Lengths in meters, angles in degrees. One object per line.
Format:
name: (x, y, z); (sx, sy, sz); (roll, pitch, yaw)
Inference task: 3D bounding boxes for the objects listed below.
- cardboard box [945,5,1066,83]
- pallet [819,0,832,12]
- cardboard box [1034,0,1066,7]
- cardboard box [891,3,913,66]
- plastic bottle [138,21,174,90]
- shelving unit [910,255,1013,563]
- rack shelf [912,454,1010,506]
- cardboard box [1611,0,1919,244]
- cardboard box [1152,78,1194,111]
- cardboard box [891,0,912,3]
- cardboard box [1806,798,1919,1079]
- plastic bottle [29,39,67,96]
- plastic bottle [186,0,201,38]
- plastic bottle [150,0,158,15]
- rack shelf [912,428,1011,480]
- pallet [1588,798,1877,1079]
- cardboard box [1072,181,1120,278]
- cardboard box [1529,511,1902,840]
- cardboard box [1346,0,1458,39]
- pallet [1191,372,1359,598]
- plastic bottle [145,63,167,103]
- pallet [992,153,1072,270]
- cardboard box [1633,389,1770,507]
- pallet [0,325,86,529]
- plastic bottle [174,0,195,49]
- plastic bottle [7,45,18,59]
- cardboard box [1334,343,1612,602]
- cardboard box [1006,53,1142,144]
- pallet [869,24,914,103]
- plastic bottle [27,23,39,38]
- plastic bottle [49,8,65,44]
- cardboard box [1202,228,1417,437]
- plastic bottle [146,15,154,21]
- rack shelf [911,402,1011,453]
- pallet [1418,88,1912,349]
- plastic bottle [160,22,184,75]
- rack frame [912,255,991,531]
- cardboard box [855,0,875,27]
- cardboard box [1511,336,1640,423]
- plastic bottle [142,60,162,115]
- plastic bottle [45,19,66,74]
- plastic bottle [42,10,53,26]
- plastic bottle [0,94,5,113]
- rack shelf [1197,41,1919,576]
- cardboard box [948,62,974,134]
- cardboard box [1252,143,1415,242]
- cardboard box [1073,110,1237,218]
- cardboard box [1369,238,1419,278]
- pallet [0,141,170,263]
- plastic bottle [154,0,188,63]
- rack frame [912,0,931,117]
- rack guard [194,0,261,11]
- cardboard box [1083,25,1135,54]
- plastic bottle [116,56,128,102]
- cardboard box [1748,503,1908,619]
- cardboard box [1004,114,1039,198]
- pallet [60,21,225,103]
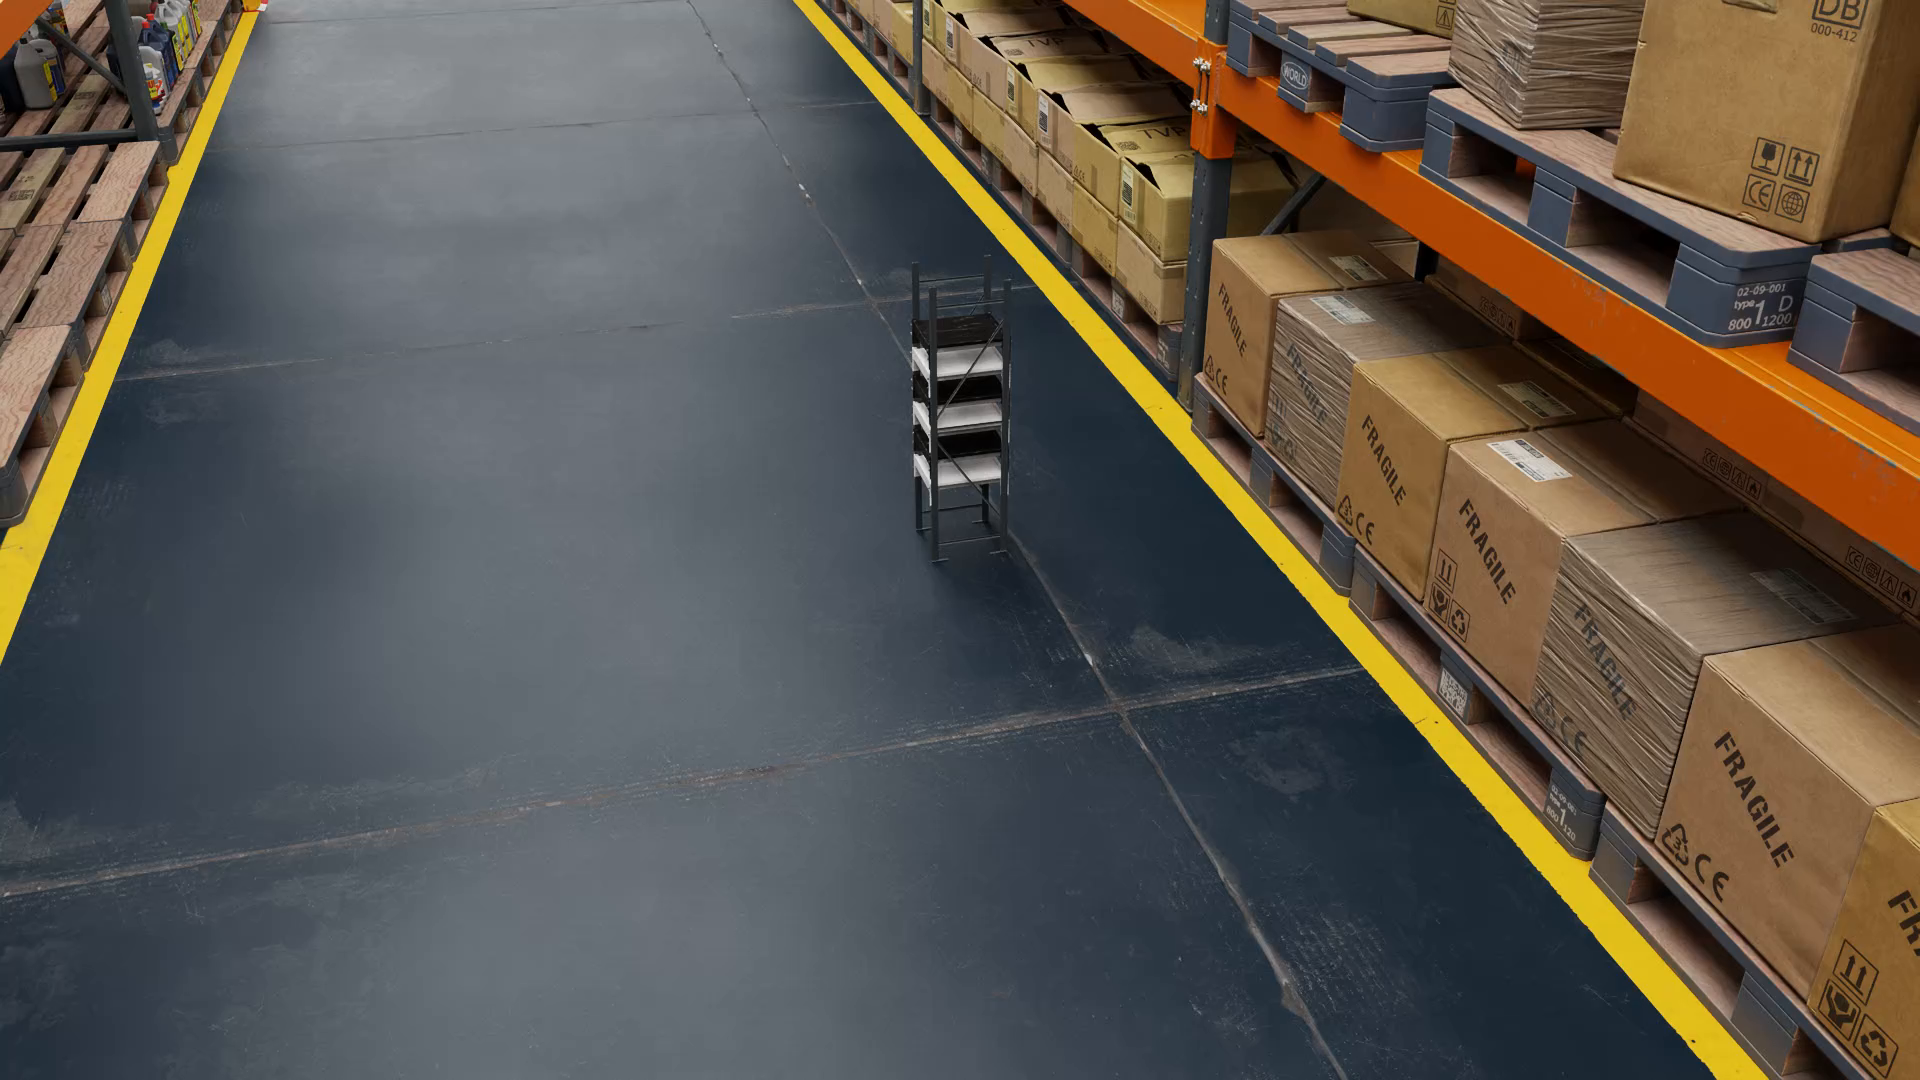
cardboard box: (0.232, -2.535, 8.401); (0.500, 0.311, 0.500); (-8, 31, -14)
pallet: (-0.583, -4.137, 12.187); (1.003, 0.211, 1.213); (-8, 31, -13)
cardboard box: (0.619, -2.853, 8.950); (0.500, 0.311, 0.500); (-8, 31, -13)
cardboard box: (-0.099, -2.962, 9.699); (0.500, 0.250, 0.500); (-8, 31, -13)
plastic bottle: (-4.356, -2.608, 8.967); (0.144, 0.351, 0.185); (-7, 31, -12)
shelving unit: (0.002, -0.386, 5.018); (0.258, 0.900, 0.210); (-8, 31, -13)
rack shelf: (0.002, -0.201, 5.125); (0.258, 0.077, 0.200); (-8, 31, -13)
cardboard box: (1.830, -0.982, 3.433); (0.700, 0.500, 0.500); (-16, 34, -26)
cardboard box: (1.160, -1.870, 7.251); (0.500, 0.311, 0.500); (-9, 31, -15)
cardboard box: (-0.220, -3.530, 9.931); (0.500, 0.500, 0.500); (-8, 31, -13)
cardboard box: (1.951, 0.779, 2.965); (0.500, 0.500, 0.500); (-8, 31, -14)
plastic bottle: (-4.905, -2.528, 8.903); (0.152, 0.276, 0.135); (-8, 31, -13)
plastic bottle: (-4.645, -3.183, 10.027); (0.061, 0.283, 0.133); (-7, 31, -12)
plastic bottle: (-4.755, -3.097, 9.879); (0.061, 0.283, 0.133); (-8, 31, -13)
rack shelf: (0.002, -0.279, 5.080); (0.258, 0.077, 0.200); (-8, 31, -13)
pallet: (2.106, 0.907, 3.472); (1.003, 0.211, 1.213); (-8, 31, -13)
cardboard box: (0.782, -1.306, 6.837); (0.500, 0.250, 0.500); (-8, 31, -14)
cardboard box: (1.695, 0.297, 3.798); (0.500, 0.500, 0.500); (-7, 31, -13)
cardboard box: (1.572, -1.780, 4.811); (0.700, 0.500, 0.500); (-19, 35, -30)
pallet: (1.458, -0.271, 5.508); (1.003, 0.211, 1.213); (-8, 31, -13)
plastic bottle: (-4.258, -2.409, 8.771); (0.097, 0.201, 0.097); (0, 30, 0)
pallet: (0.796, -1.628, 7.852); (1.003, 0.211, 1.213); (-8, 31, -13)
cardboard box: (2.066, -0.336, 4.144); (0.500, 0.250, 0.500); (-8, 31, -14)
pallet: (-3.648, -0.360, 5.660); (1.003, 0.211, 1.213); (-8, 31, -13)
plastic bottle: (-4.616, -3.041, 9.790); (0.152, 0.276, 0.135); (-9, 31, -15)
plastic bottle: (-5.041, -2.528, 8.829); (0.144, 0.351, 0.185); (-9, 31, -16)
cardboard box: (1.415, -0.200, 4.657); (0.500, 0.500, 0.500); (-8, 31, -14)
cardboard box: (0.514, -2.035, 7.538); (0.500, 0.311, 0.500); (-7, 31, -12)
pallet: (0.064, -2.959, 10.151); (1.003, 0.211, 1.213); (-8, 31, -13)
plastic bottle: (-5.167, -2.731, 9.254); (0.152, 0.276, 0.135); (-7, 31, -12)
plastic bottle: (-5.395, -3.063, 9.902); (0.097, 0.201, 0.097); (0, 30, 0)
cardboard box: (1.142, -0.695, 5.512); (0.500, 0.500, 0.500); (-7, 31, -11)
plastic bottle: (-4.731, -2.984, 9.764); (0.097, 0.201, 0.097); (0, 30, 0)
rack shelf: (0.002, -0.357, 5.034); (0.258, 0.077, 0.200); (-8, 31, -13)
pallet: (1.817, -0.822, 3.868); (1.003, 0.211, 1.213); (-8, 31, -13)
plastic bottle: (-4.410, -2.755, 9.288); (0.061, 0.283, 0.133); (-6, 31, -11)
rack frame: (-0.025, -0.435, 5.103); (0.240, 0.900, 0.006); (-8, 31, -13)
cardboard box: (-0.369, -3.445, 10.533); (0.500, 0.250, 0.500); (-8, 31, -13)
cardboard box: (1.908, -0.282, 4.799); (0.500, 0.500, 0.500); (-9, 31, -15)
plastic bottle: (-4.204, -2.341, 8.584); (0.097, 0.271, 0.097); (0, 30, 0)
plastic bottle: (-5.064, -2.749, 9.277); (0.061, 0.283, 0.133); (-8, 31, -13)
plastic bottle: (-5.332, -2.978, 9.685); (0.097, 0.271, 0.097); (0, 30, 0)
plastic bottle: (-4.987, -2.322, 8.540); (0.061, 0.283, 0.133); (-6, 31, -11)
rack shelf: (1.827, -0.567, 3.953); (1.077, 0.370, 4.000); (-8, 31, -13)
cardboard box: (0.238, -2.293, 8.542); (0.500, 0.250, 0.500); (-7, 31, -12)
cardboard box: (1.441, -1.370, 6.389); (0.500, 0.311, 0.500); (-7, 31, -12)
cardboard box: (0.776, -1.549, 6.697); (0.500, 0.311, 0.500); (-8, 31, -14)
cardboard box: (1.441, -1.128, 6.529); (0.500, 0.250, 0.500); (-8, 31, -13)
pallet: (-4.296, -1.538, 7.696); (1.003, 0.211, 1.213); (-8, 31, -13)
plastic bottle: (-4.519, -2.904, 9.479); (0.144, 0.351, 0.185); (-8, 31, -14)
rack frame: (0.235, -3.776, 8.779); (1.000, 3.000, 0.127); (-8, 31, -13)
rack guard: (-5.538, -3.939, 11.556); (1.175, 0.500, 0.348); (-8, 31, -13)
cardboard box: (0.893, -2.361, 8.100); (0.500, 0.311, 0.500); (-8, 31, -13)
plastic bottle: (-4.418, -2.484, 8.820); (0.061, 0.283, 0.133); (-8, 31, -13)
cardboard box: (2.187, 0.215, 3.940); (0.500, 0.500, 0.500); (-7, 31, -13)
cardboard box: (0.512, -1.797, 7.686); (0.500, 0.250, 0.500); (-7, 31, -12)
pallet: (-5.007, -2.832, 9.933); (1.003, 0.211, 1.213); (-8, 31, -13)
